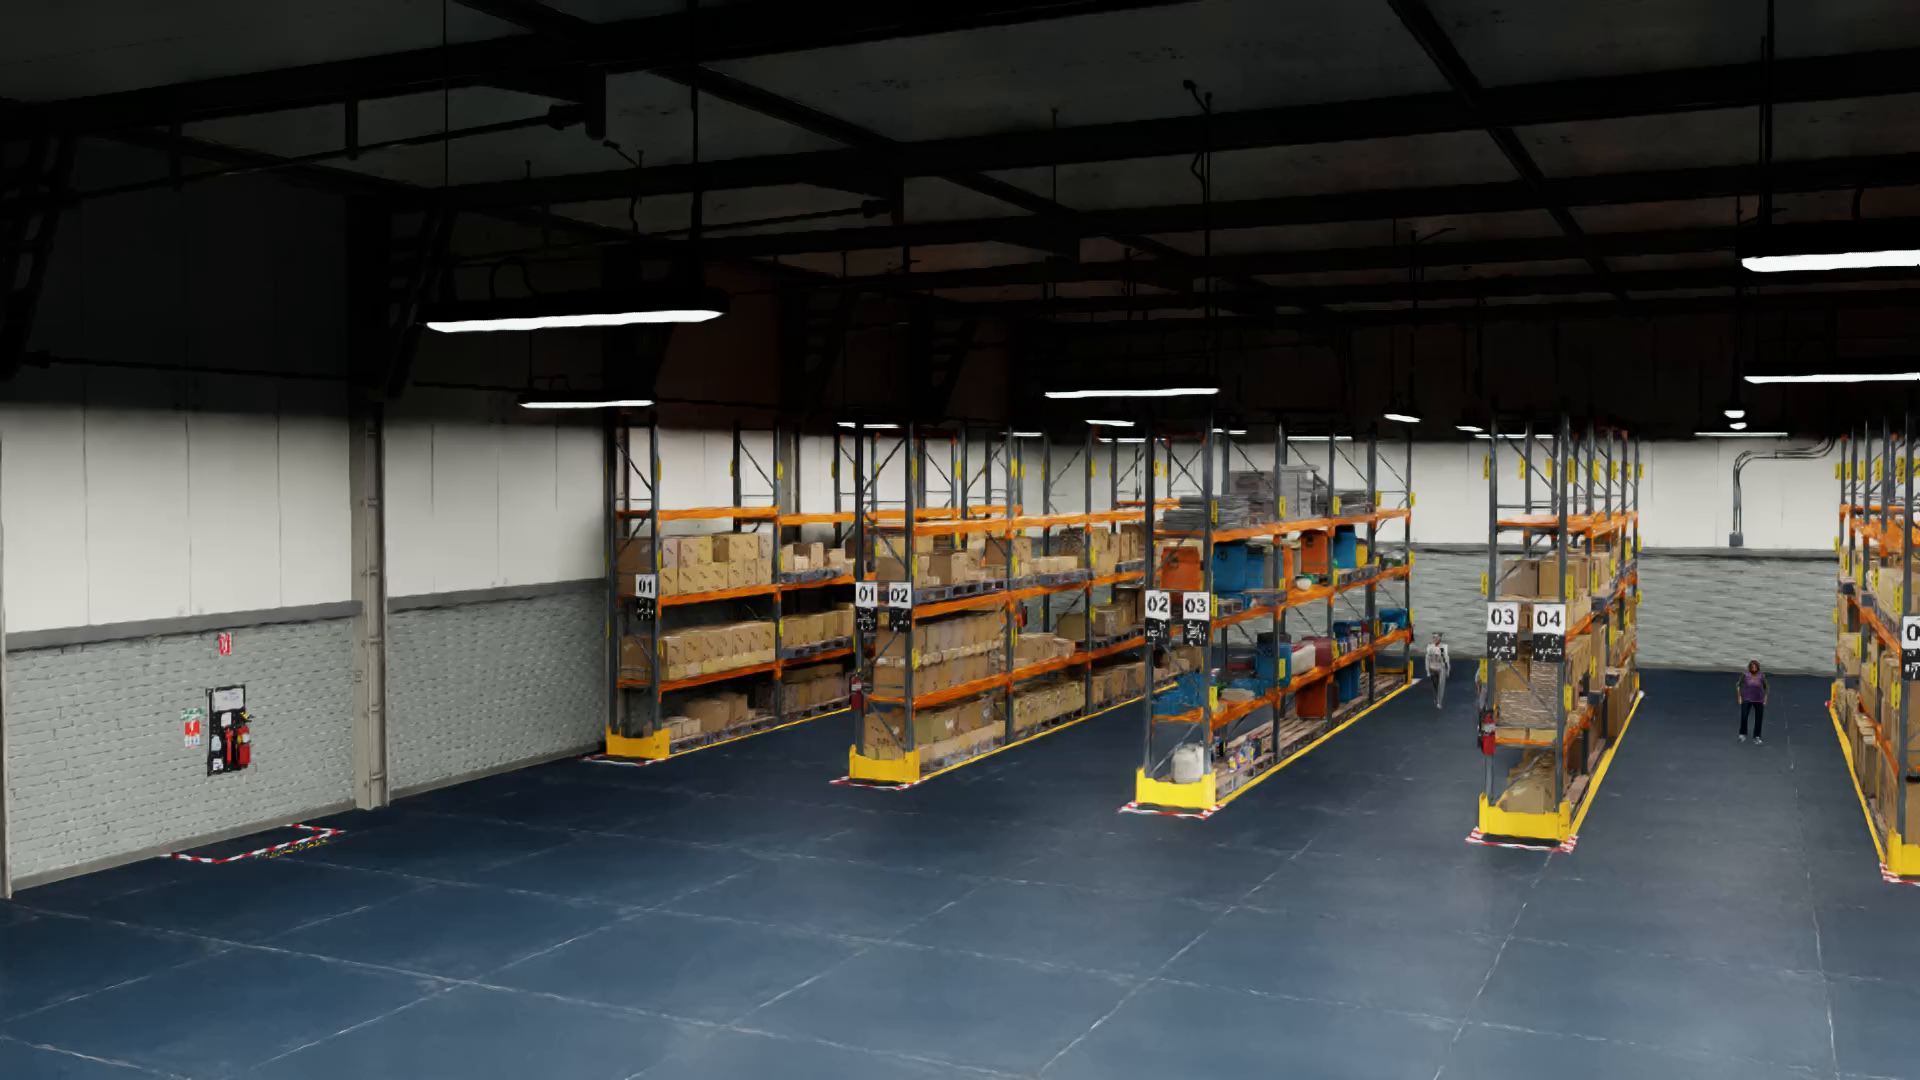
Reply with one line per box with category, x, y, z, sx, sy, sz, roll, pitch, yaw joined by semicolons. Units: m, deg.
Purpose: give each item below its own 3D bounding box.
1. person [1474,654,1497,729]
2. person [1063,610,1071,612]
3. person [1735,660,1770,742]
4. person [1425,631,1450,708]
person;10.155;2.896;31.891;0.566;1.541;0.519;1;3;23
person;2.436;2.497;38.444;0.588;1.759;0.503;-2;3;-35
person;14.551;2.960;30.543;0.566;1.526;0.519;1;3;23
person;10.073;2.712;35.123;0.495;1.587;1.086;1;3;28
